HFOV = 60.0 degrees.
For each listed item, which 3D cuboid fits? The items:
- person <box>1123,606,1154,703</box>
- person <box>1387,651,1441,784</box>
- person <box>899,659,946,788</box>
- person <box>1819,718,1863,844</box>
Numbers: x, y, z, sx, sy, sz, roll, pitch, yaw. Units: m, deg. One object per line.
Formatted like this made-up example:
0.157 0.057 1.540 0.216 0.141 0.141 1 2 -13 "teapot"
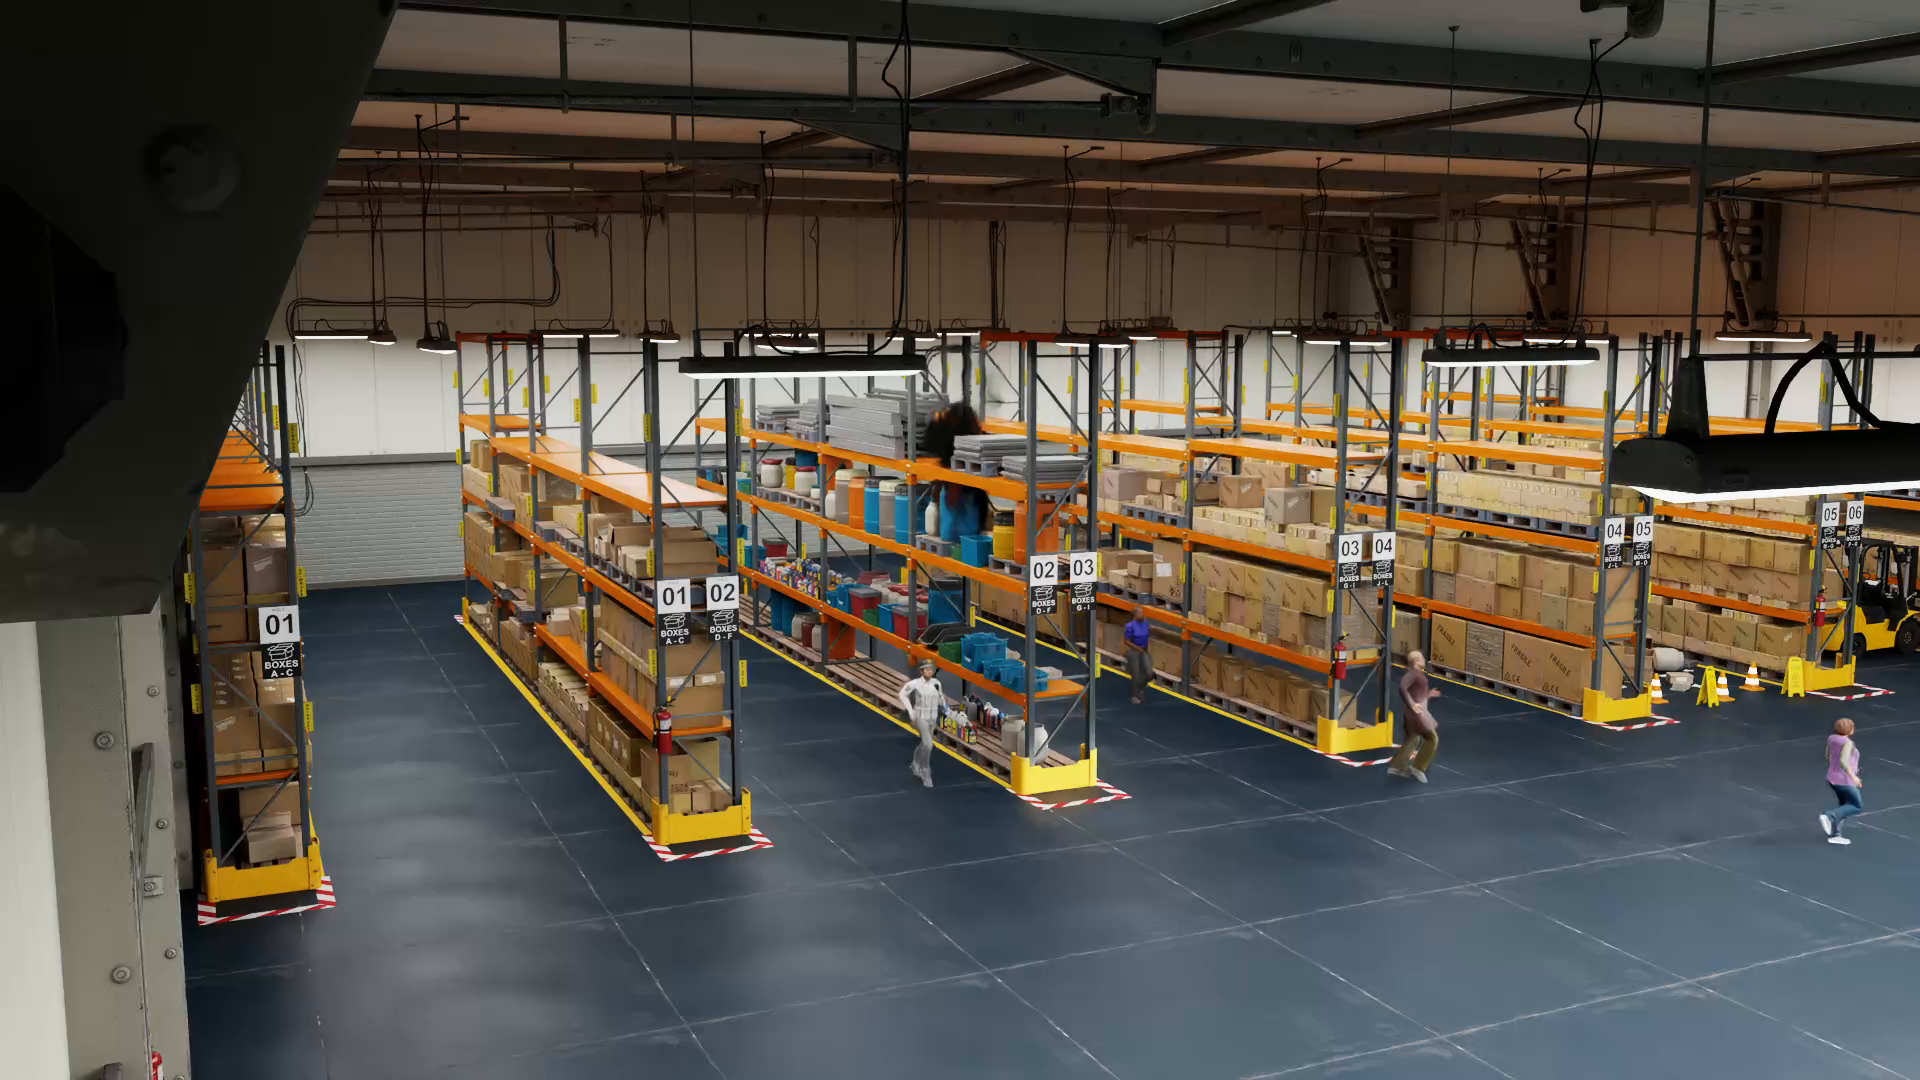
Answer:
2.922 1.881 27.088 0.576 1.617 0.573 -4 9 -26 "person"
6.223 2.429 22.777 0.692 1.835 0.690 1 8 6 "person"
-0.472 2.466 22.607 0.592 1.753 0.751 -6 10 -37 "person"
10.588 2.893 19.941 0.499 1.555 0.536 0 8 -3 "person"
